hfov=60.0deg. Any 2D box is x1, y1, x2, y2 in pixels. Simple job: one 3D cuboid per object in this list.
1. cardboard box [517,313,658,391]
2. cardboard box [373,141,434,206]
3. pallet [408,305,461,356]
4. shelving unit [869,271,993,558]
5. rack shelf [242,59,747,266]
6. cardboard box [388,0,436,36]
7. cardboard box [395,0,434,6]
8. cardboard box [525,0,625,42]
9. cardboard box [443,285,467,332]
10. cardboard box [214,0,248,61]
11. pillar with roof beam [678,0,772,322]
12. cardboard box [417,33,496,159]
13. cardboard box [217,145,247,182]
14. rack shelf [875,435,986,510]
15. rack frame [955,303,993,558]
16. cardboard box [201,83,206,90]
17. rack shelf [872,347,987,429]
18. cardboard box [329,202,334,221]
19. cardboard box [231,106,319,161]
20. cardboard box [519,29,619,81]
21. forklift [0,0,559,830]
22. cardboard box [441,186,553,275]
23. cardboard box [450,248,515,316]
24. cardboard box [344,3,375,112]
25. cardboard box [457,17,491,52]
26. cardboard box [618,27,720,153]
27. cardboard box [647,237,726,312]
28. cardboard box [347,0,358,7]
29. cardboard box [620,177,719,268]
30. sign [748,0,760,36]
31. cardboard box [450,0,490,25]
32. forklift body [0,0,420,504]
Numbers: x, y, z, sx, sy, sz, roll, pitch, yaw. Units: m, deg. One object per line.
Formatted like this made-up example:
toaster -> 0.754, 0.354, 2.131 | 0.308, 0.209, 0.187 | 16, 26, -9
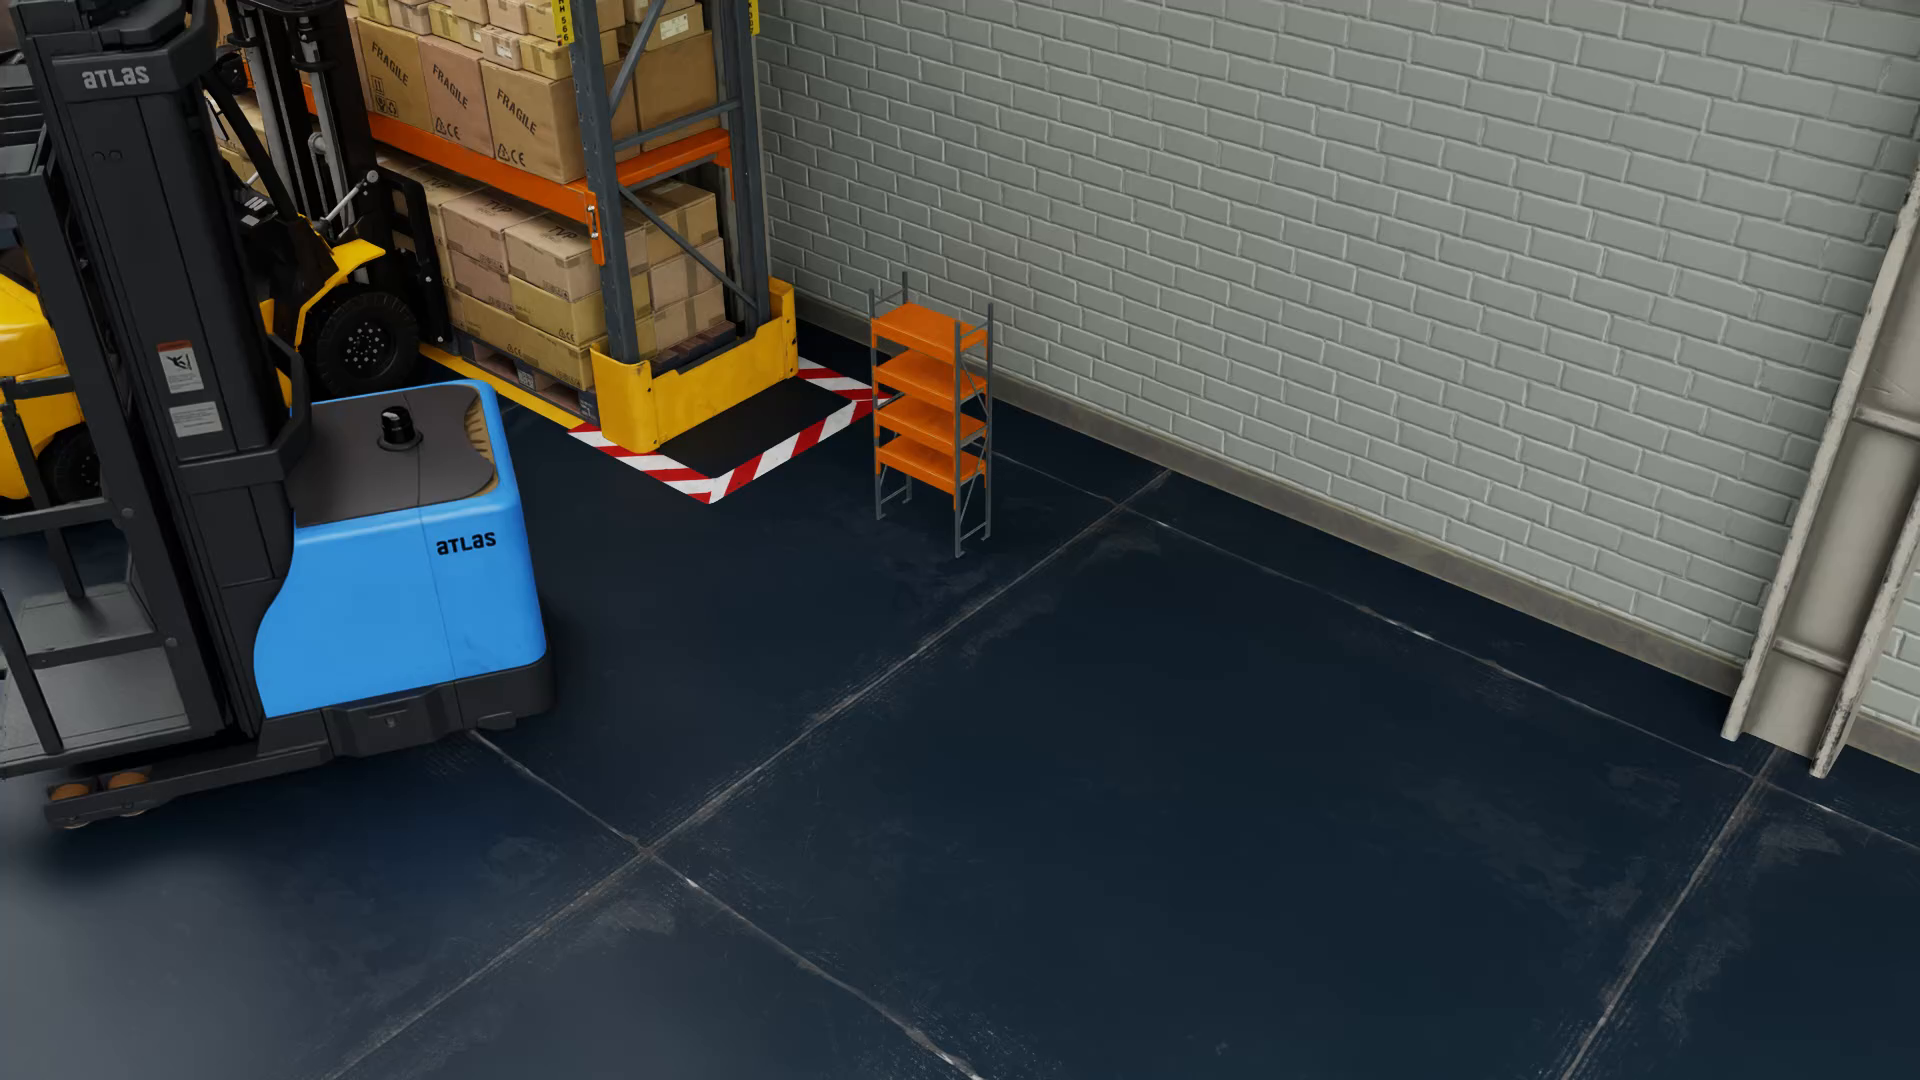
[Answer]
cardboard box -> -1.943, -1.054, 8.693 | 0.500, 0.250, 0.500 | 26, 42, 32
cardboard box -> -3.108, -2.012, 9.205 | 0.500, 0.250, 0.500 | 24, 41, 31
pallet -> -2.928, -1.533, 9.795 | 1.213, 0.211, 1.003 | 25, 42, 32
shelving unit -> -0.127, -0.555, 7.498 | 0.503, 1.200, 0.258 | 25, 42, 32
rack shelf -> -2.917, -2.409, 9.244 | 4.000, 0.370, 1.077 | 25, 42, 32
cardboard box -> -2.620, -2.665, 8.320 | 0.250, 0.149, 0.380 | 24, 41, 30
cardboard box -> -2.633, -2.778, 8.222 | 0.250, 0.149, 0.380 | 26, 42, 33
cardboard box -> -1.790, -2.451, 7.745 | 0.250, 0.149, 0.380 | 25, 42, 32
cardboard box -> -2.698, -1.423, 9.231 | 0.500, 0.250, 0.500 | 26, 42, 32
cardboard box -> -3.869, -3.016, 9.403 | 0.500, 0.500, 0.500 | 26, 42, 33
pillar with roof beam -> -4.093, -3.226, 4.498 | 0.400, 9.000, 9.100 | 25, 42, 32
cardboard box -> -2.319, -2.279, 8.330 | 0.500, 0.500, 0.500 | 27, 43, 33
cardboard box -> -4.280, -2.367, 10.163 | 0.500, 0.250, 0.500 | 25, 42, 32
rack shelf -> -0.127, -0.335, 7.648 | 0.480, 0.148, 0.258 | 25, 42, 32
rack frame -> 0.060, -0.466, 7.369 | 0.015, 1.200, 0.240 | 25, 42, 32
cardboard box -> -4.862, -2.809, 10.917 | 0.625, 0.625, 0.875 | 27, 43, 34
rack shelf -> -0.127, -0.683, 7.409 | 0.480, 0.148, 0.258 | 25, 42, 32
cardboard box -> -3.512, -1.998, 9.626 | 0.500, 0.250, 0.500 | 25, 42, 31
cardboard box -> -3.896, -2.381, 9.742 | 0.500, 0.250, 0.500 | 25, 42, 32
cardboard box -> -1.825, -2.294, 7.779 | 0.250, 0.149, 0.380 | 26, 42, 32
forklift -> -3.192, -0.473, 5.849 | 3.031, 2.935, 1.130 | -11, 36, -16
cardboard box -> -2.329, -1.647, 8.673 | 0.500, 0.250, 0.500 | 26, 42, 33
cardboard box -> -2.332, -1.454, 8.834 | 0.500, 0.250, 0.500 | 25, 42, 31
cardboard box -> -3.106, -2.641, 8.858 | 0.500, 0.500, 0.500 | 26, 42, 32
cardboard box -> -2.201, -2.494, 8.071 | 0.250, 0.149, 0.380 | 26, 42, 33
cardboard box -> -1.583, -2.323, 8.395 | 0.500, 0.500, 0.500 | 27, 43, 33
cardboard box -> -1.608, -1.488, 8.883 | 0.500, 0.250, 0.500 | 26, 42, 33
cardboard box -> -2.961, -2.877, 8.629 | 0.250, 0.149, 0.380 | 25, 42, 32
cardboard box -> -1.628, -1.690, 8.736 | 0.500, 0.250, 0.500 | 25, 41, 31
sign -> -1.020, -2.610, 8.067 | 0.005, 0.325, 0.100 | 25, 42, 32
cardboard box -> -2.218, -2.610, 7.976 | 0.250, 0.149, 0.380 | 26, 42, 33
forklift body -> -4.004, -1.525, 8.070 | 1.214, 2.155, 2.313 | 25, 42, 32
